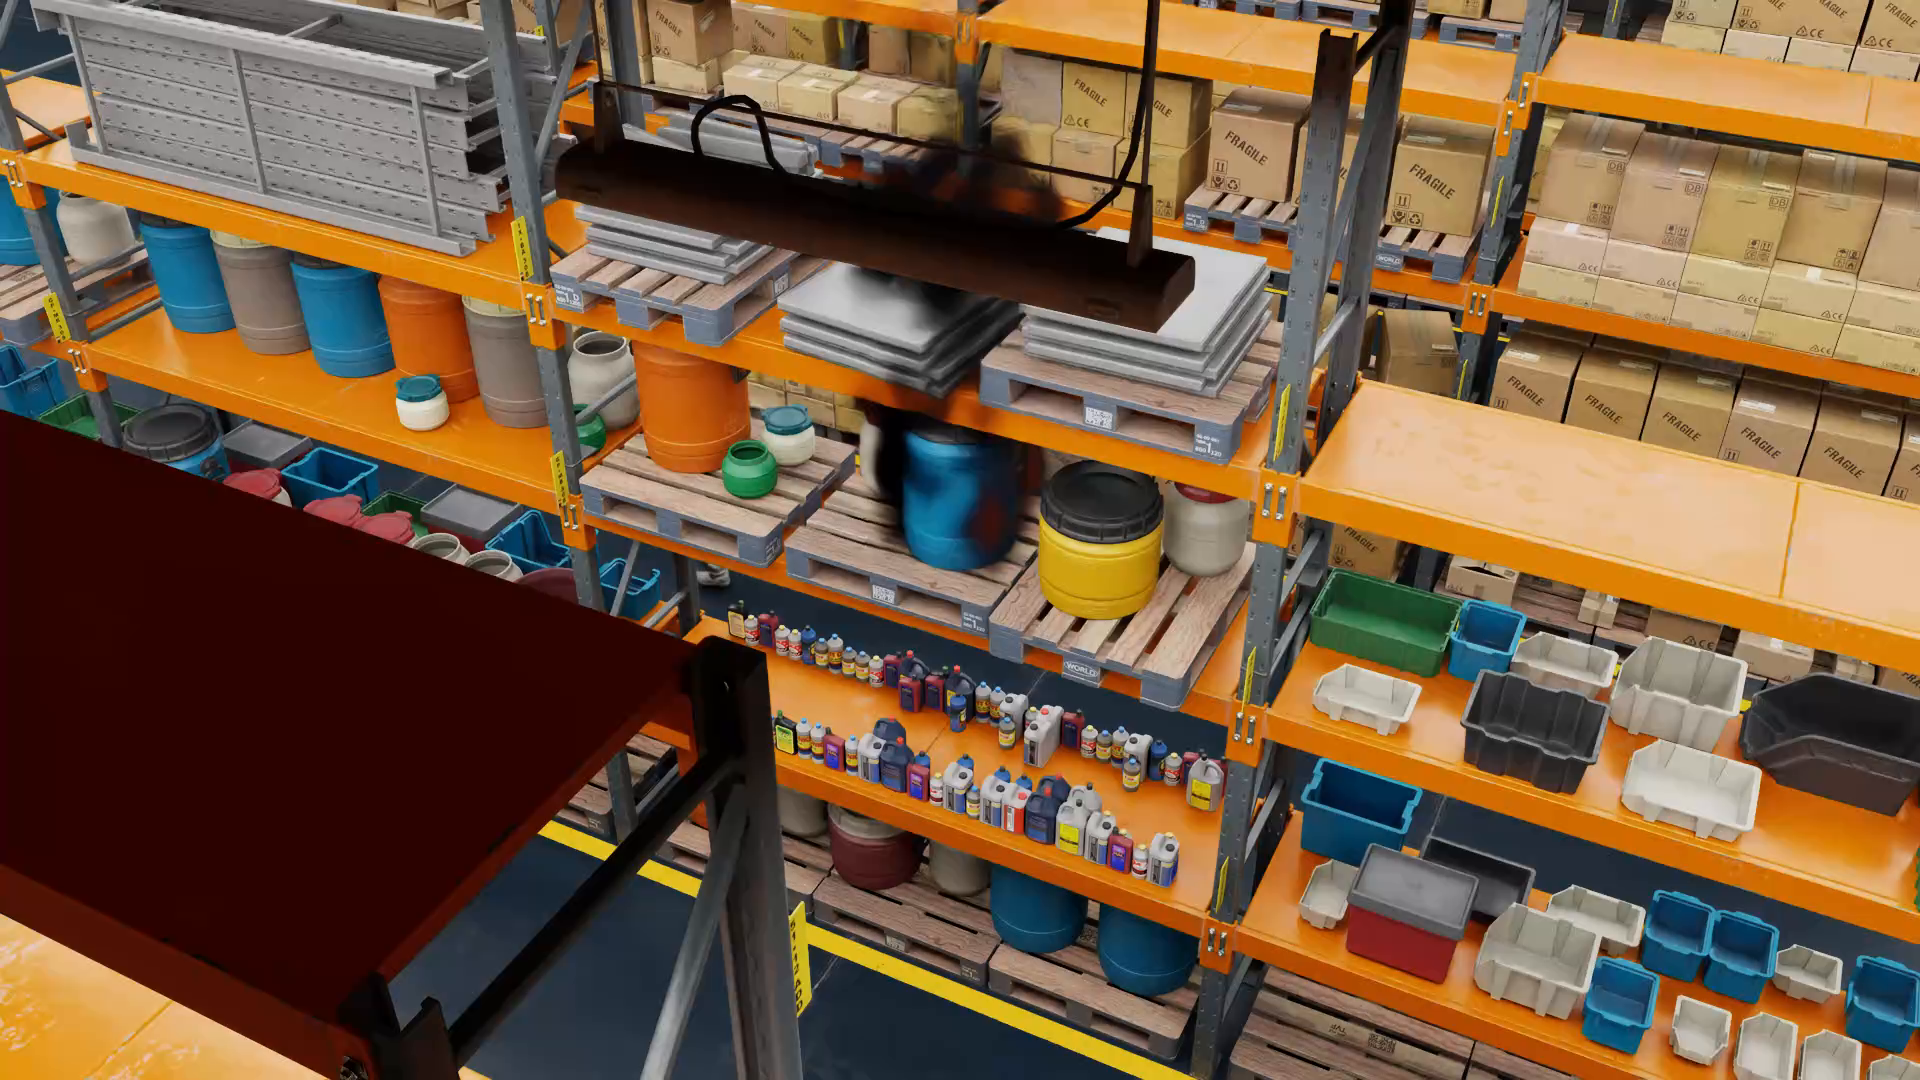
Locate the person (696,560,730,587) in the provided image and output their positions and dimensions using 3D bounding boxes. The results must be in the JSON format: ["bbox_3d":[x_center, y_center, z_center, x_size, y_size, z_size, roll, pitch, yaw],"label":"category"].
[{"bbox_3d":[-2.087,-0.407,12.850,0.604,1.735,0.675,9,36,13],"label":"person"}]
